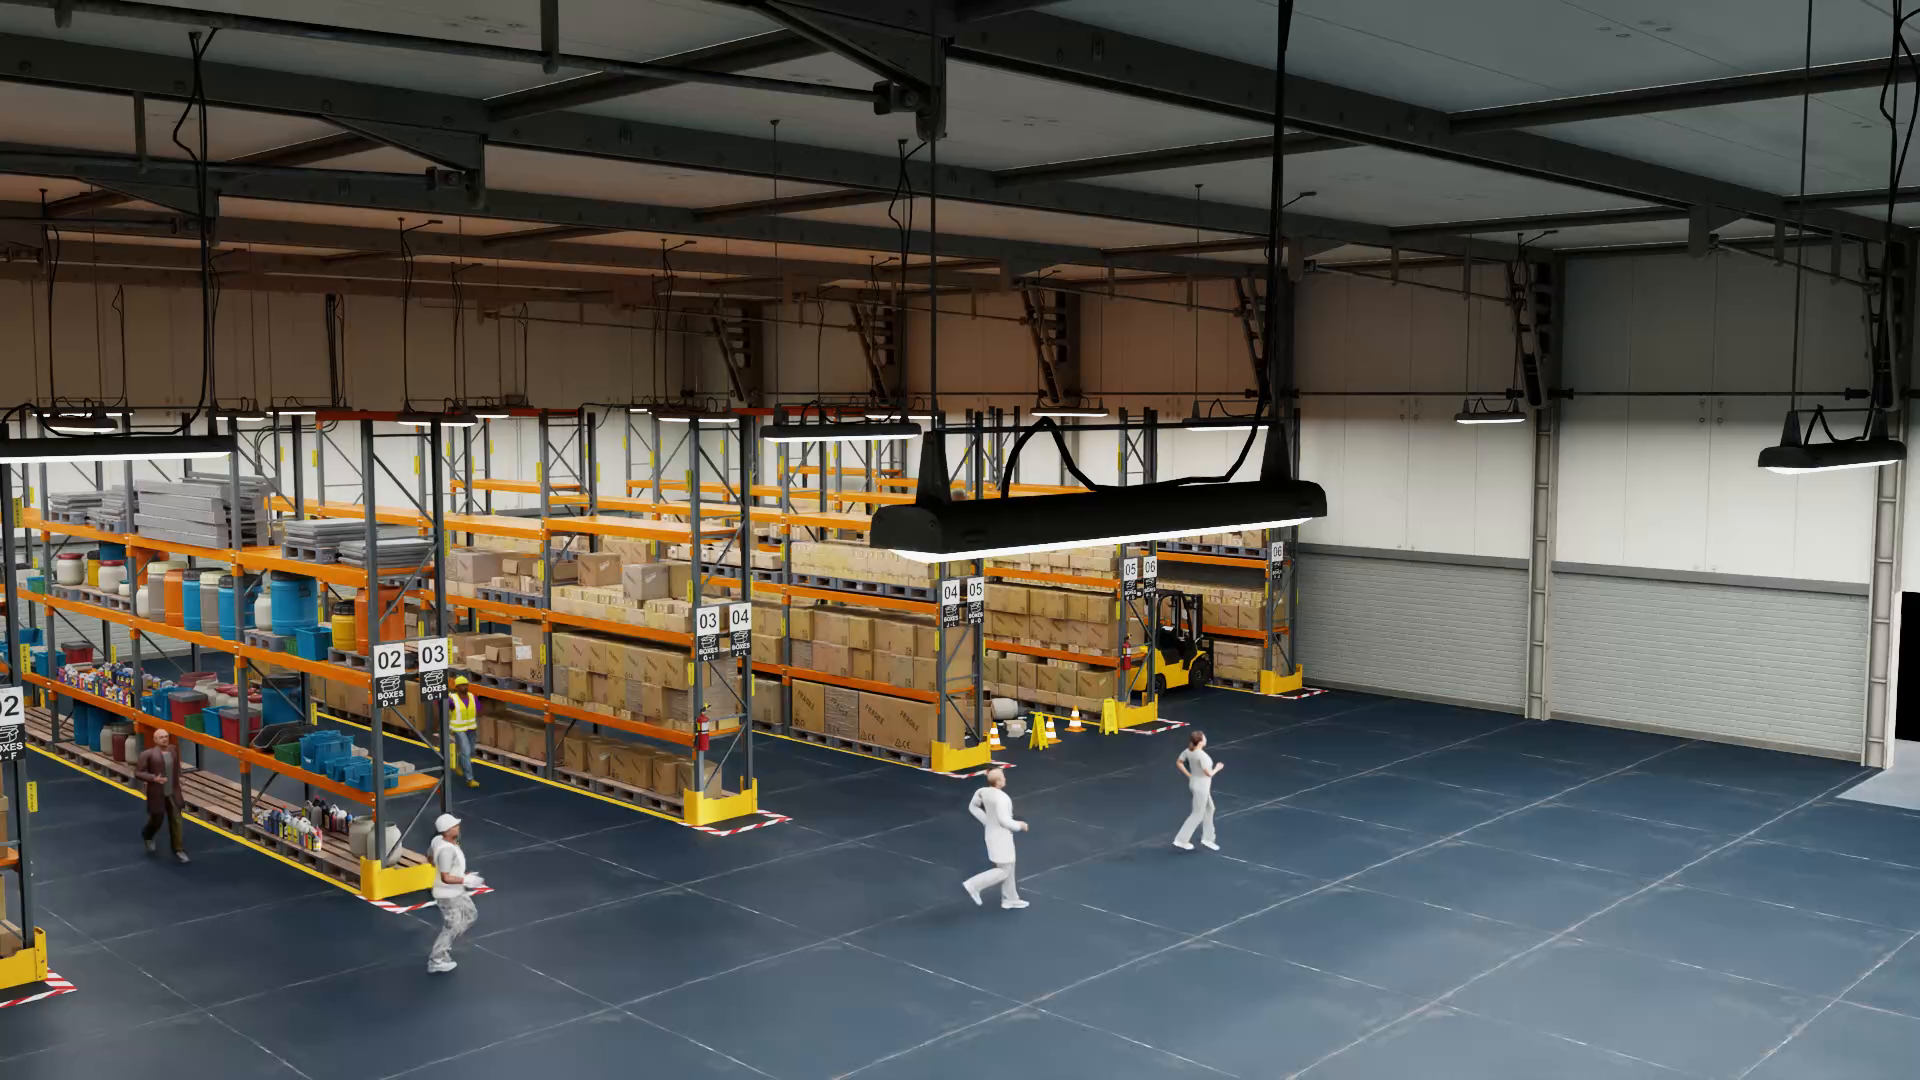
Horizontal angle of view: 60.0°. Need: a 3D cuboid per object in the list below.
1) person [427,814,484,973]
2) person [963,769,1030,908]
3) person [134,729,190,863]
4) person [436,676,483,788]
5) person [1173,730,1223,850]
[{"bbox_3d":[-5.516,3.835,18.160,0.615,1.735,0.653,-1,5,-16],"label":"person"},{"bbox_3d":[0.429,3.664,20.278,0.924,1.764,0.711,-2,6,-24],"label":"person"},{"bbox_3d":[-10.810,3.432,22.507,1.069,1.772,0.687,4,7,40],"label":"person"},{"bbox_3d":[-8.010,3.066,26.824,0.968,1.747,0.710,5,7,42],"label":"person"},{"bbox_3d":[3.268,3.464,22.862,0.737,1.719,0.550,-1,5,-16],"label":"person"}]
